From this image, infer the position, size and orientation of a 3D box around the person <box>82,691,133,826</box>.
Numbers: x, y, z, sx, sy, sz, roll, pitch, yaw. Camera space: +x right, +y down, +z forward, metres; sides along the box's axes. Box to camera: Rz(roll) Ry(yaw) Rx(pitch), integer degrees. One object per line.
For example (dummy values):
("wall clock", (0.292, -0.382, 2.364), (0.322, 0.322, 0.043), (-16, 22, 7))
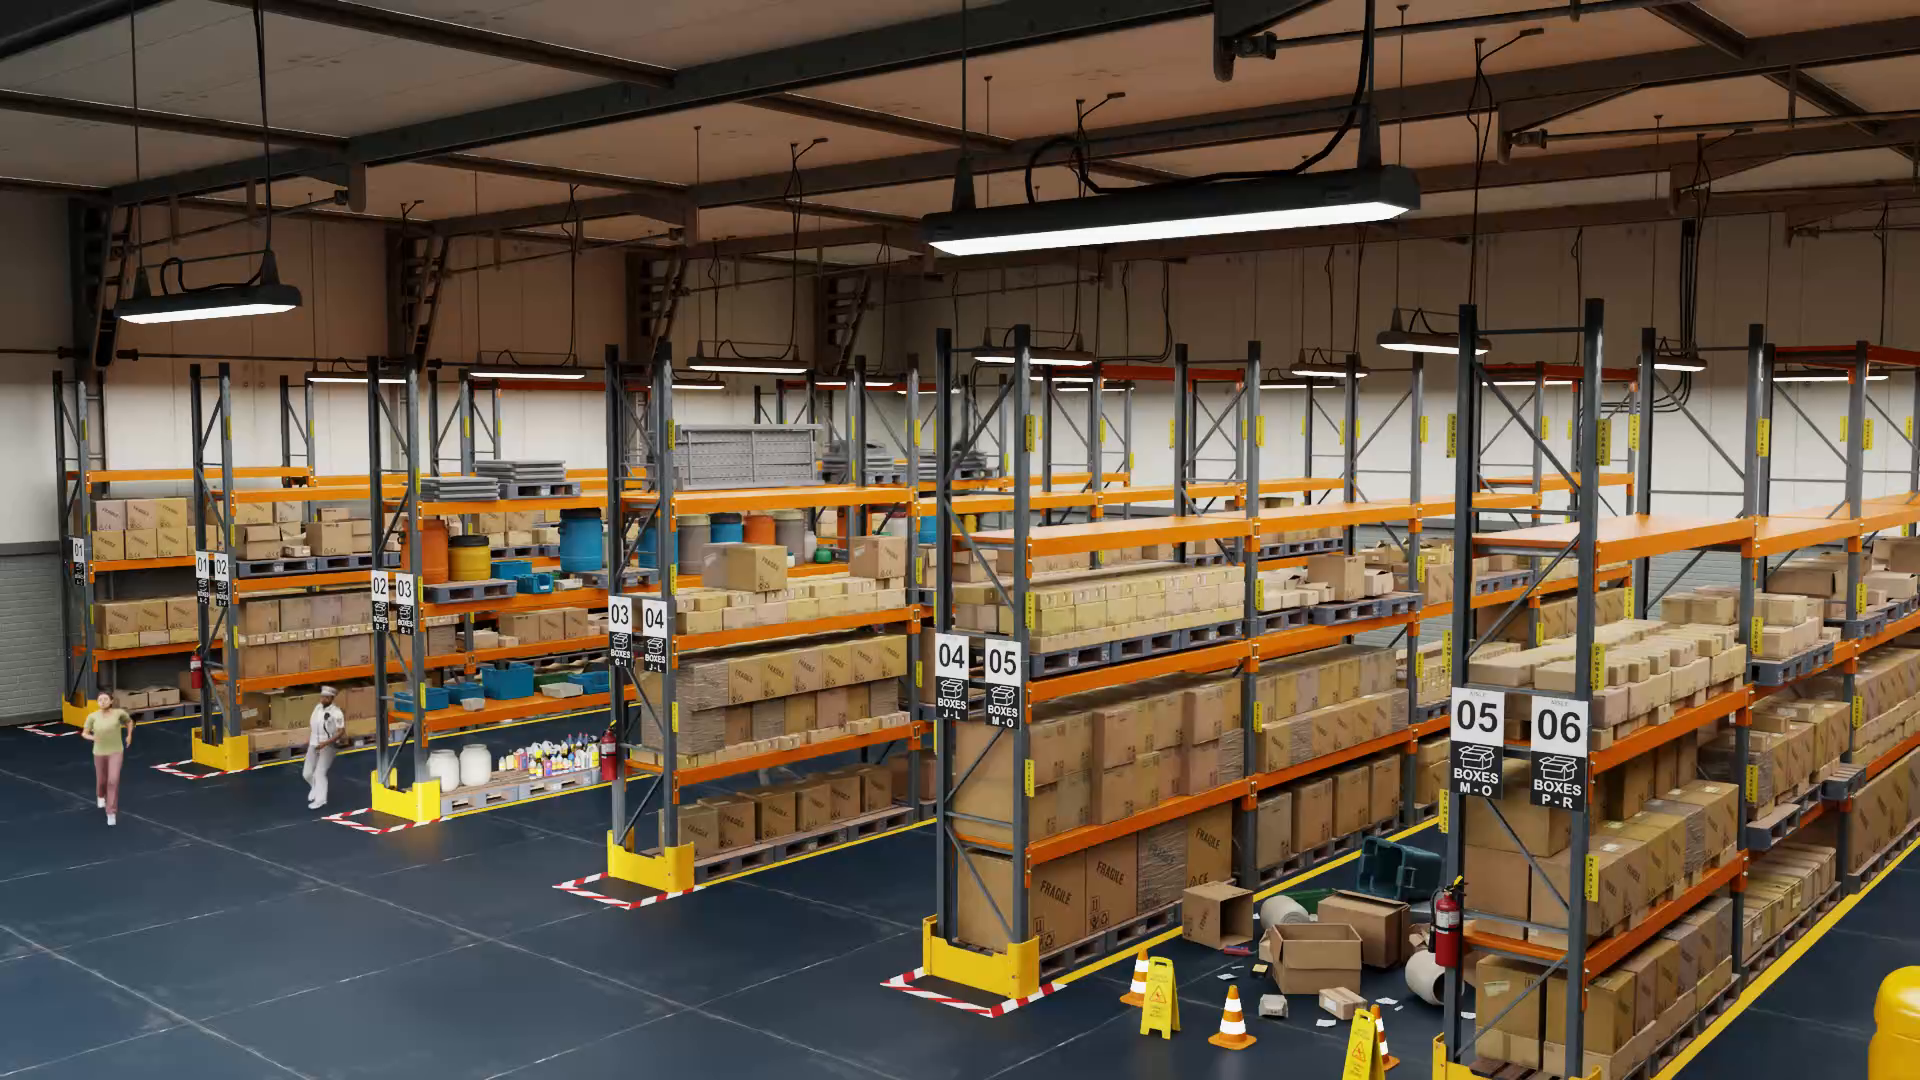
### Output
("person", (-11.036, 2.777, 21.548), (0.585, 1.680, 0.966), (-2, 4, -23))

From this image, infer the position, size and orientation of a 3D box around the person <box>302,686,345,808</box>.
("person", (-8.493, 2.751, 22.153), (0.623, 1.649, 0.508), (1, 4, 11))

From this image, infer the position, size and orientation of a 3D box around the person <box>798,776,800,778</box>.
("person", (-2.503, 2.731, 22.391), (0.627, 1.632, 0.766), (3, 5, 40))
